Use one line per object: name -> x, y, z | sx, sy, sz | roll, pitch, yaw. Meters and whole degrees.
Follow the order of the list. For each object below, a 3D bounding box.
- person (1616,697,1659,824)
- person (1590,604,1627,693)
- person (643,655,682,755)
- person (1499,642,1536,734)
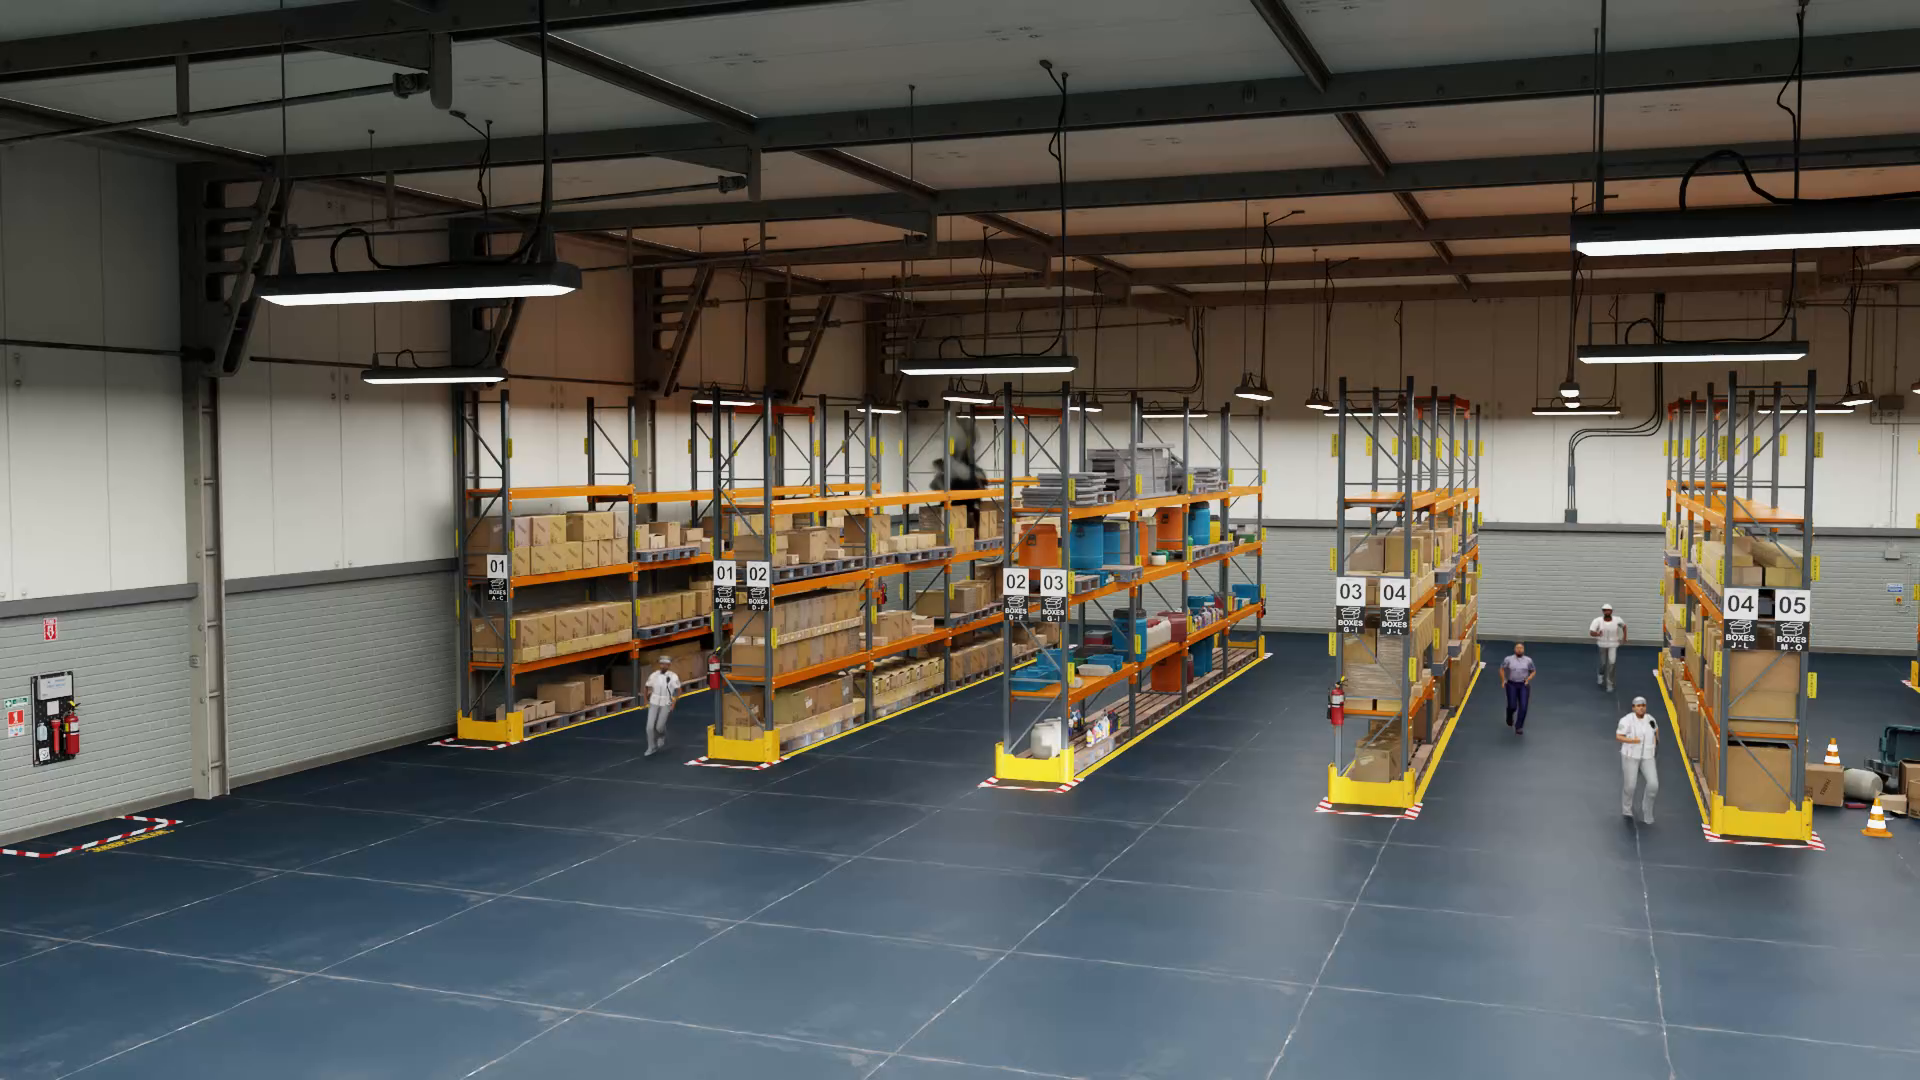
person -> 9.112, 2.958, 22.310 | 0.601, 1.719, 0.646 | 0, 3, 7
person -> 13.446, 2.219, 34.508 | 0.710, 1.805, 0.941 | 1, 3, 22
person -> -4.882, 2.697, 27.225 | 0.624, 1.643, 0.522 | 0, 3, 5
person -> 9.804, 2.605, 29.214 | 0.611, 1.593, 0.547 | 1, 3, 13
